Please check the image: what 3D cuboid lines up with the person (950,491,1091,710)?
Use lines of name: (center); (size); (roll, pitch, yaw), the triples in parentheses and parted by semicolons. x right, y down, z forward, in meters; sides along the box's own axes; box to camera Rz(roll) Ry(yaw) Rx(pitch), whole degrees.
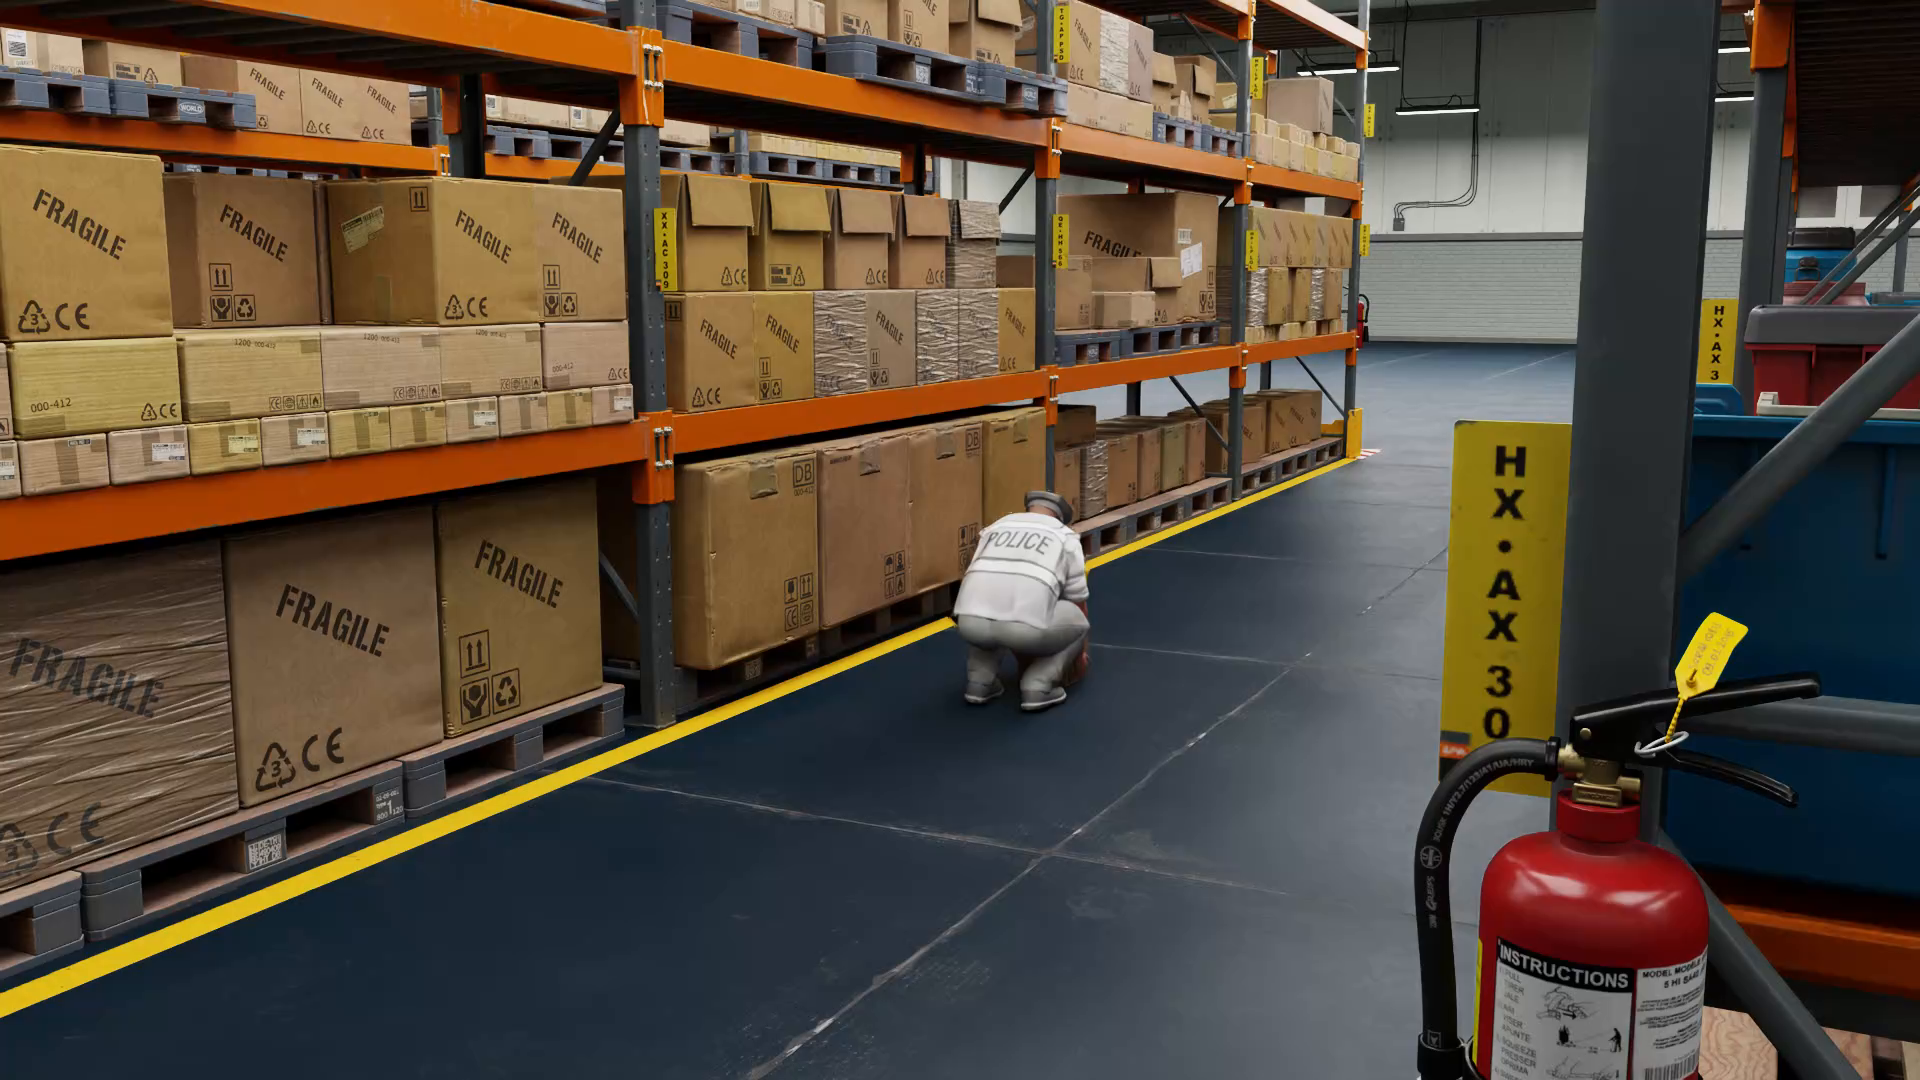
person: (0.298, 0.266, 7.482); (0.556, 0.903, 0.956); (4, 10, 25)
